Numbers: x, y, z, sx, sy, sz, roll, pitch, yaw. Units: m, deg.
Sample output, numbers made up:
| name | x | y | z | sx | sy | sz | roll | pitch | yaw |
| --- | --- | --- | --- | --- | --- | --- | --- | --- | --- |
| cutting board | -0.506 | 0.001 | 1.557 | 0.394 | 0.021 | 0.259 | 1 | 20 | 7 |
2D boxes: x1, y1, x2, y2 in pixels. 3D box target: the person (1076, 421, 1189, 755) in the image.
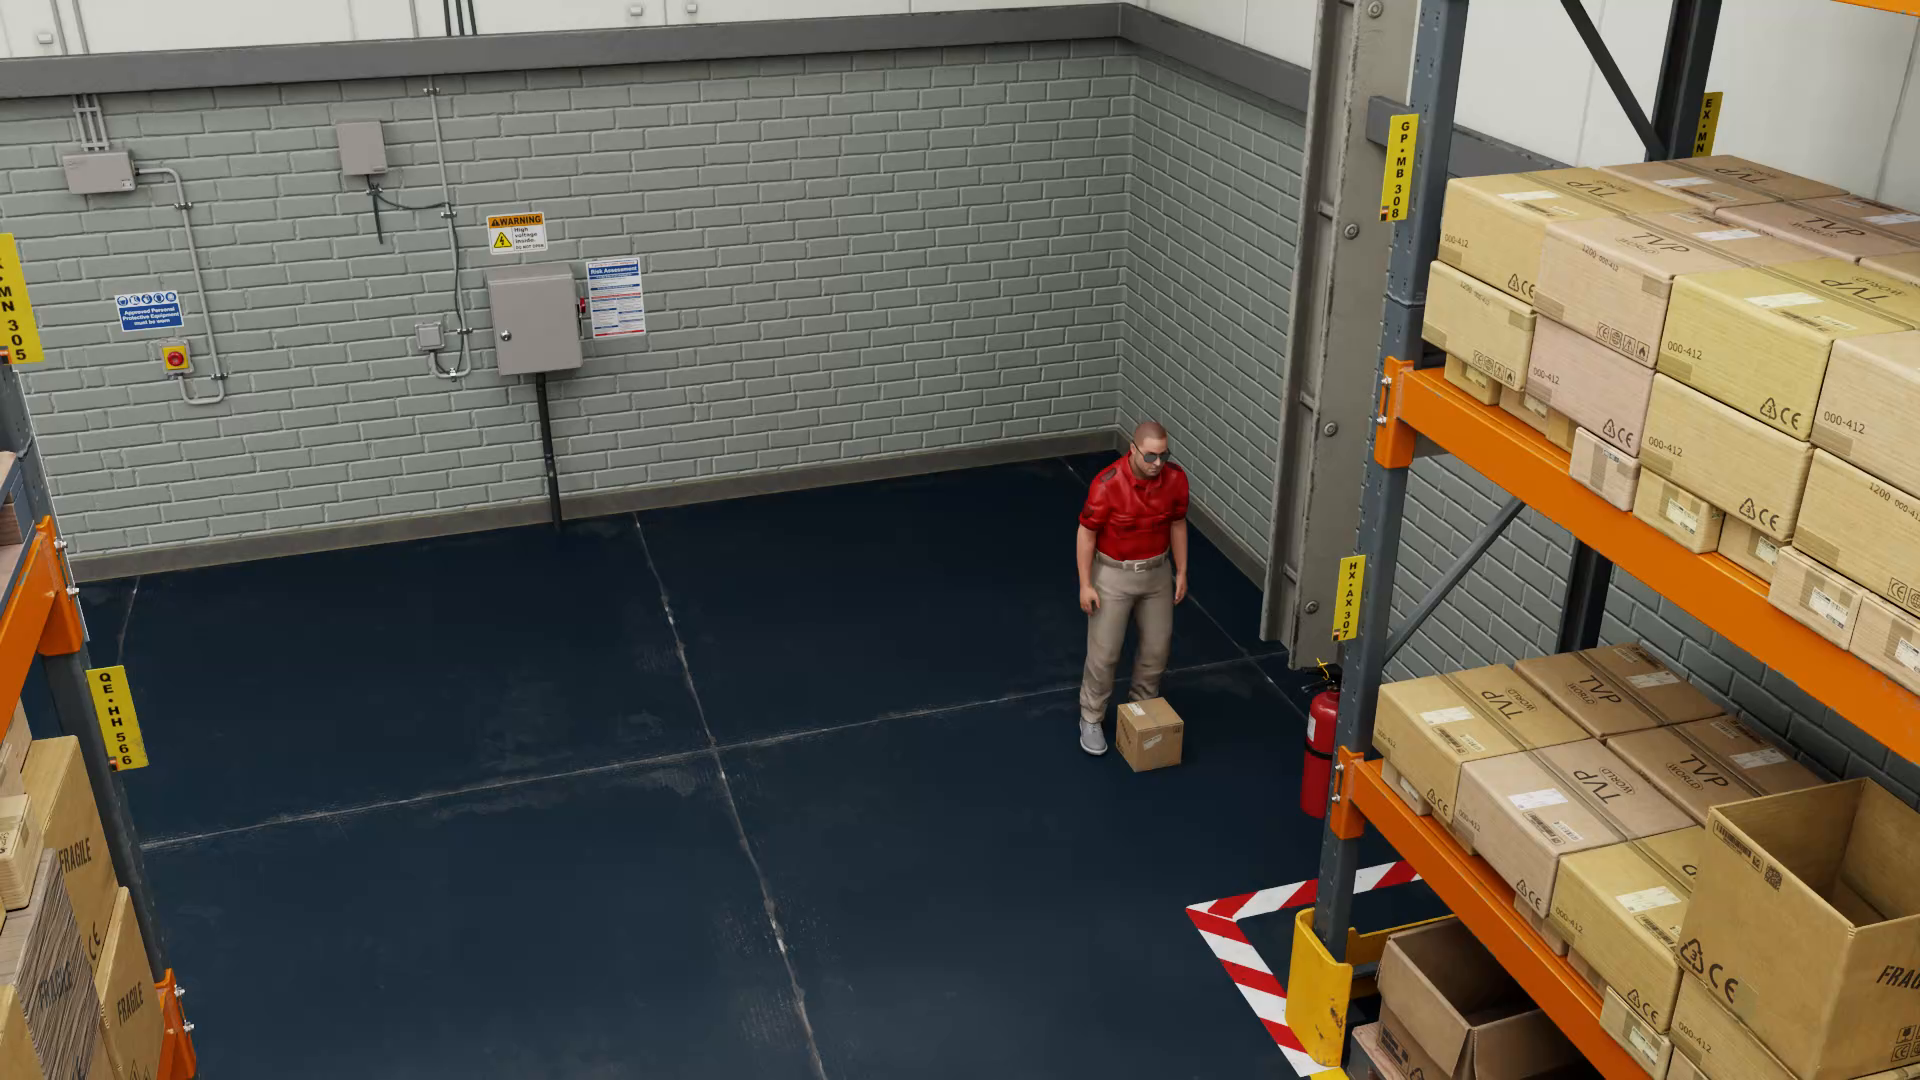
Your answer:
| name | x | y | z | sx | sy | sz | roll | pitch | yaw |
| --- | --- | --- | --- | --- | --- | --- | --- | --- | --- |
| person | 0.857 | 0.205 | 8.212 | 0.585 | 1.726 | 0.396 | -8 | 27 | -16 |
